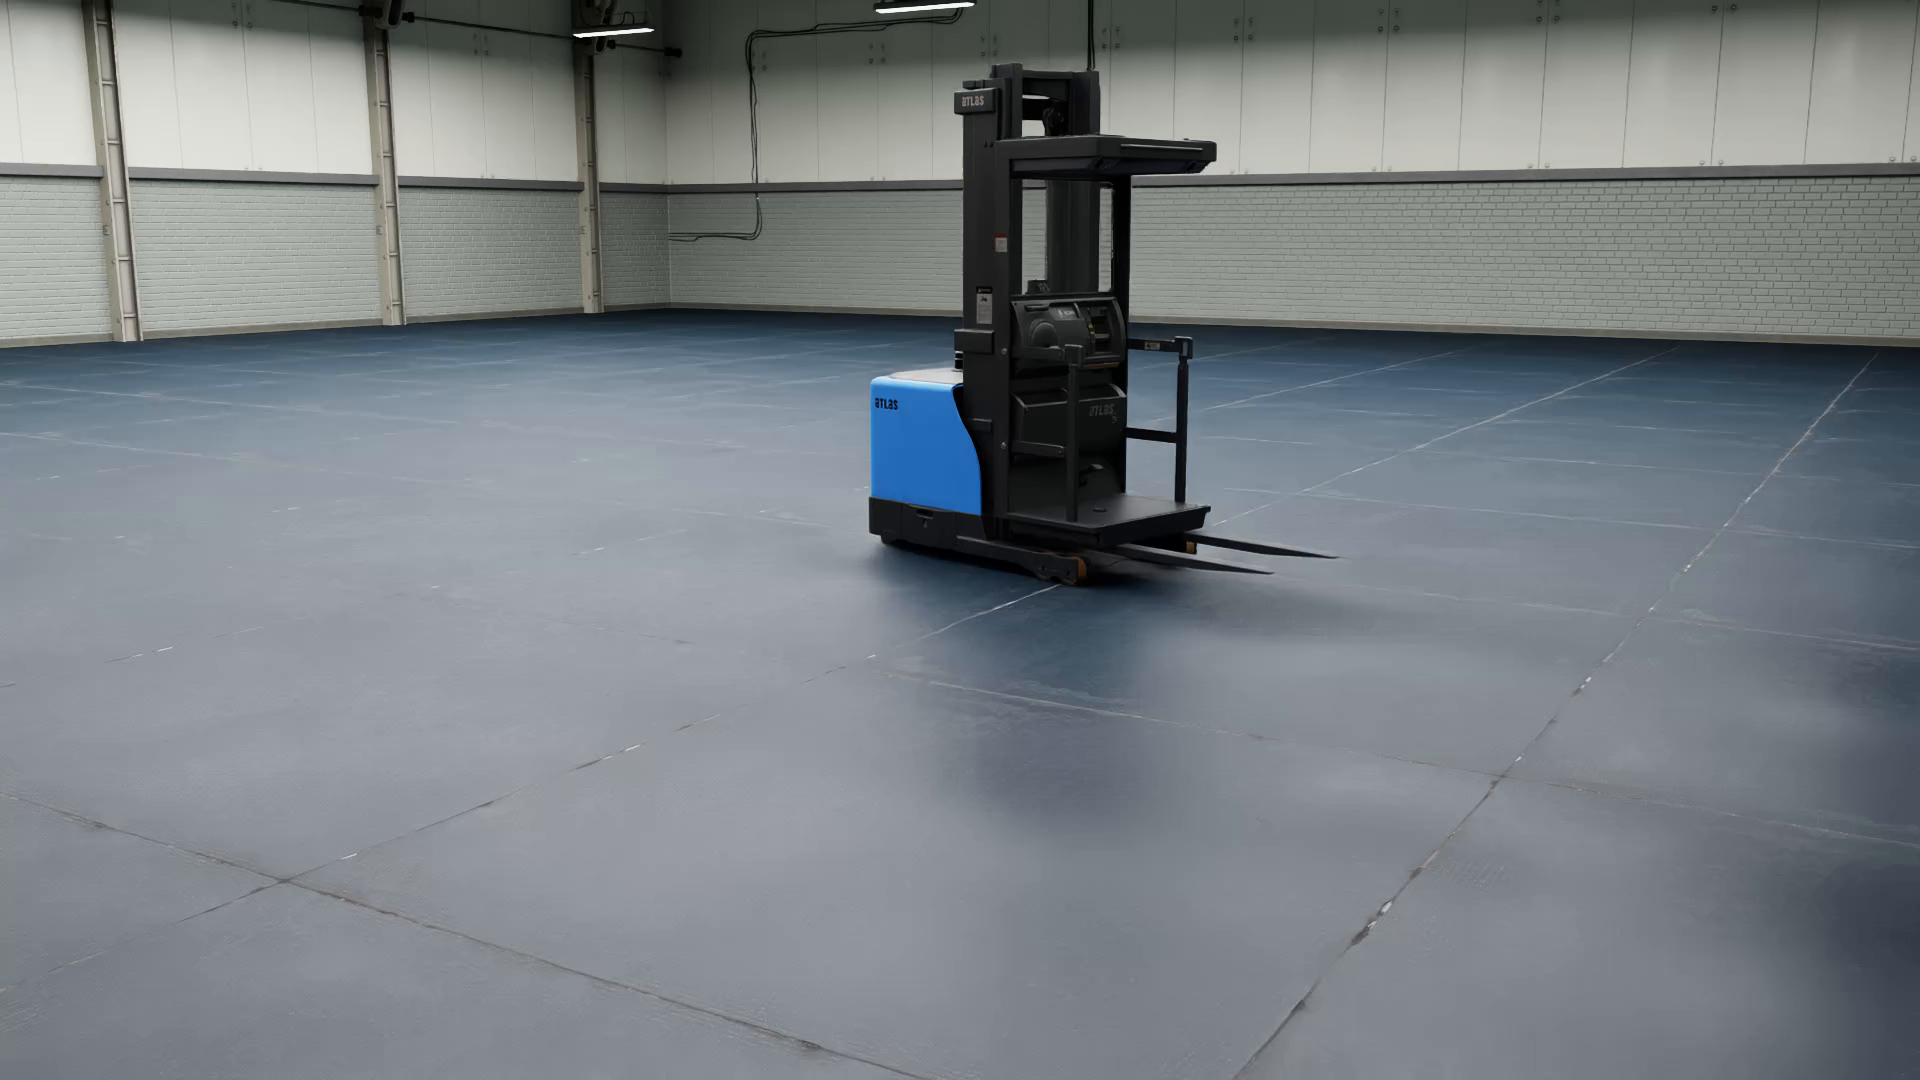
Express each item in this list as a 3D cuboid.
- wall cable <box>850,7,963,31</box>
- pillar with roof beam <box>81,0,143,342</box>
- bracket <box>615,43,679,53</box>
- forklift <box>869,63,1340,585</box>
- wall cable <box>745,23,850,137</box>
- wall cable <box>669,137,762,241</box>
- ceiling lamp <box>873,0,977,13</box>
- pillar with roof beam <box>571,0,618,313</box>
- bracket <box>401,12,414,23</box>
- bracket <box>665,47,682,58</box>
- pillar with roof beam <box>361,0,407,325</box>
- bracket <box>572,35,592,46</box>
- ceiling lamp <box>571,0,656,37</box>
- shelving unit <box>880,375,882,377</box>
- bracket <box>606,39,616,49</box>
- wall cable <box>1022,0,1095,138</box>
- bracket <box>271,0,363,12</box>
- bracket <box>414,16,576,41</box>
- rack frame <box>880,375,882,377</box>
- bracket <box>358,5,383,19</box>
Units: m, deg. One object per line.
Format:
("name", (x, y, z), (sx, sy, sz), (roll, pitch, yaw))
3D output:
("wall cable", (-1.254, -12.903, 37.687), (3.097, 2.526, 0.112), (6, 12, 31))
("pillar with roof beam", (-11.421, -7.629, 27.167), (9.100, 9.000, 0.400), (6, 12, 31))
("bracket", (-7.428, -12.008, 40.775), (0.076, 0.066, 3.189), (6, 12, 31))
("forklift", (0.803, -1.290, 9.794), (1.130, 2.935, 3.031), (-10, 15, -43))
("wall cable", (-3.899, -10.963, 39.685), (3.097, 2.526, 0.112), (6, 12, 31))
("wall cable", (-6.211, -8.739, 41.530), (3.097, 2.526, 0.112), (6, 12, 31))
("ceiling lamp", (-0.502, -11.030, 29.466), (2.000, 3.185, 0.800), (6, 12, 31))
("pillar with roof beam", (-5.191, -9.517, 37.247), (9.100, 9.000, 0.548), (6, 12, 31))
("bracket", (-11.467, -10.785, 34.240), (0.235, 0.232, 0.430), (6, 12, 31))
("bracket", (-7.121, -12.101, 41.271), (0.235, 0.232, 0.430), (6, 12, 31))
("pillar with roof beam", (-8.306, -8.573, 32.207), (9.100, 9.000, 0.548), (6, 12, 31))
("bracket", (-8.783, -11.598, 38.583), (0.235, 0.232, 0.430), (6, 12, 31))
("ceiling lamp", (-6.818, -11.736, 33.237), (2.000, 3.185, 0.800), (6, 12, 31))
("shelving unit", (-0.370, -0.575, 11.087), (0.215, 1.050, 0.252), (10, 15, 44))
("bracket", (-8.352, -11.728, 39.281), (0.235, 0.232, 0.430), (6, 12, 31))
("wall cable", (1.895, -11.027, 36.073), (2.305, 6.003, 0.169), (6, 12, 31))
("bracket", (-13.235, -10.249, 31.378), (0.076, 0.066, 4.783), (6, 12, 31))
("bracket", (-10.120, -11.193, 36.419), (0.076, 0.066, 4.783), (6, 12, 31))
("rack frame", (-0.456, -0.559, 11.002), (0.200, 1.050, 0.008), (10, 15, 44))
("bracket", (-11.898, -10.654, 33.543), (0.235, 0.232, 0.430), (6, 12, 31))
